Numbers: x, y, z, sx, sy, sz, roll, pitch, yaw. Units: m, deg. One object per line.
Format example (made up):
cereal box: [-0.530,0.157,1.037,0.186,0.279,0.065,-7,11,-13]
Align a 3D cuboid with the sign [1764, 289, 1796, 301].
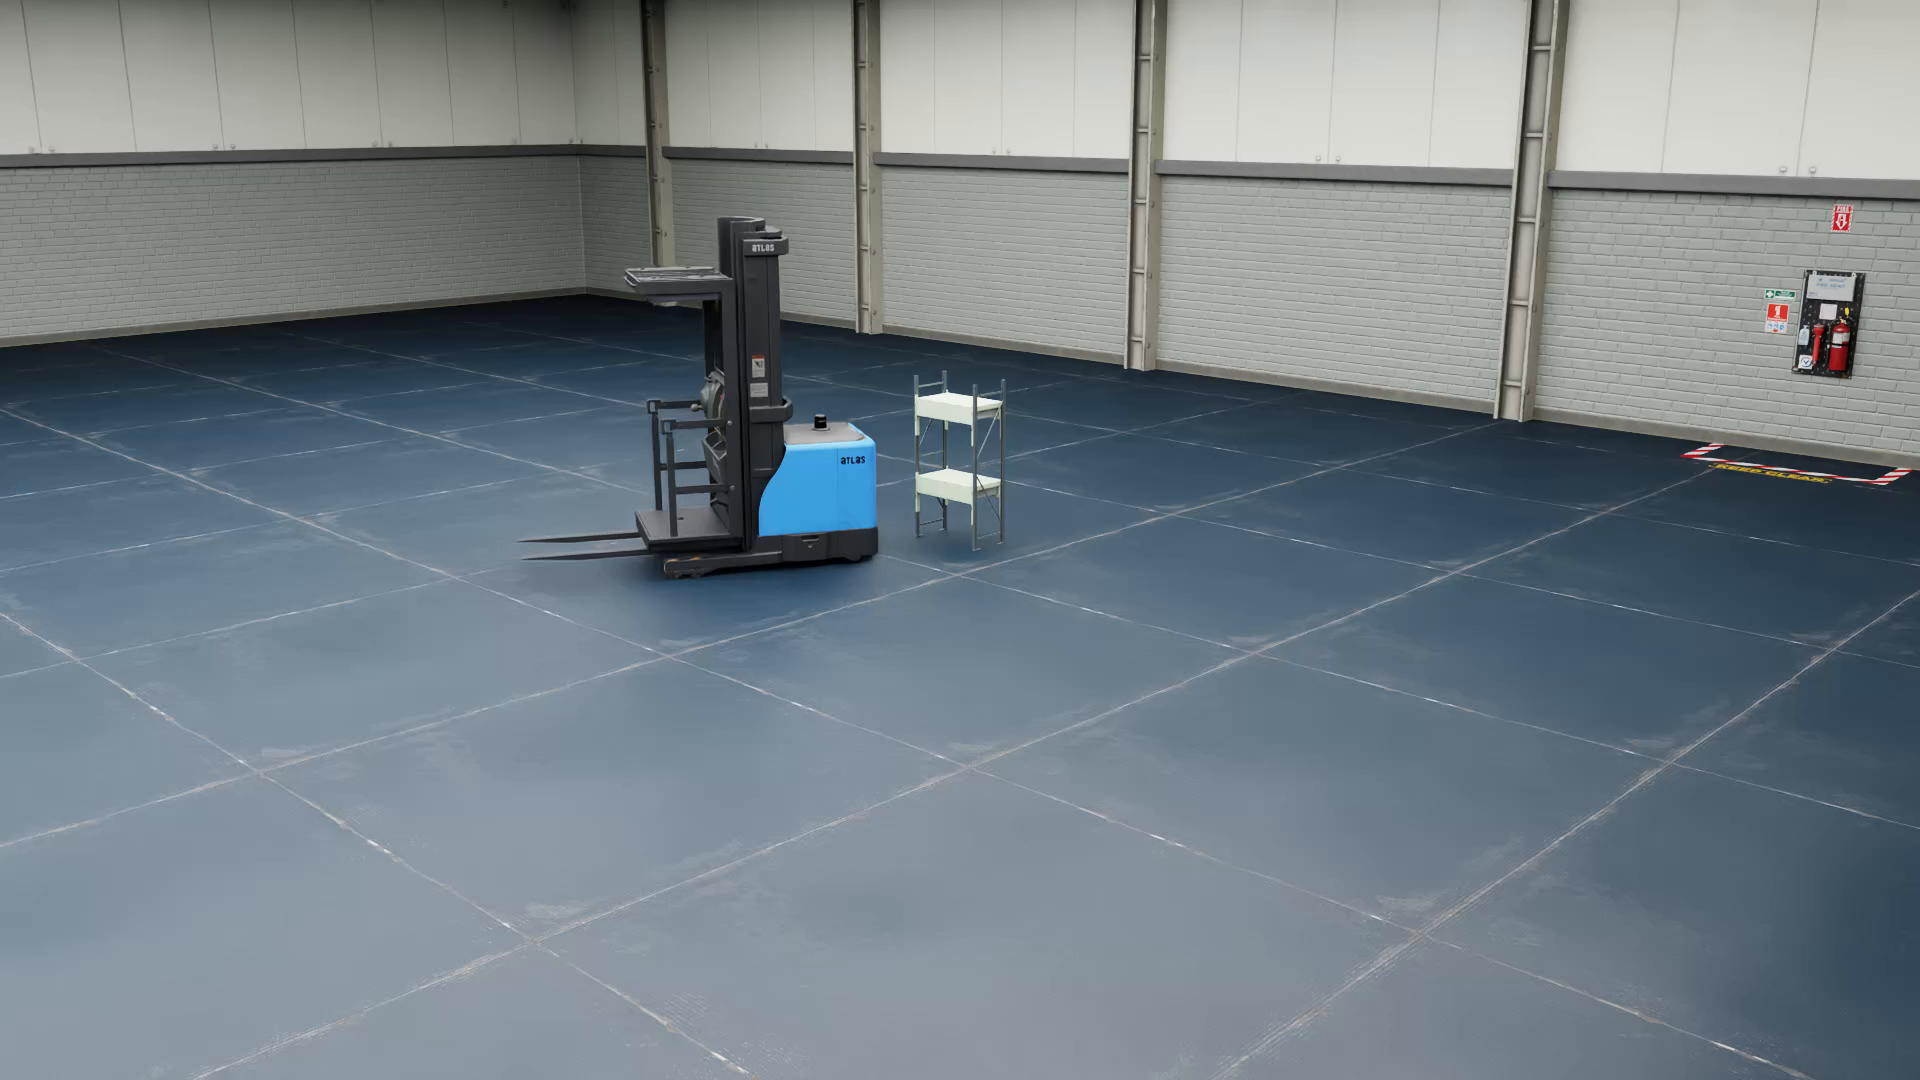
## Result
sign: [9.290,-2.777,18.837,0.331,0.109,0.001,14,20,42]

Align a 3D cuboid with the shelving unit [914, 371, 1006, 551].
shelving unit: [-0.005,-0.727,15.065,0.755,1.500,0.431,14,20,42]

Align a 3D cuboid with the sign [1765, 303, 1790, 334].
sign: [9.293,-2.523,18.913,0.234,0.329,0.001,14,20,42]

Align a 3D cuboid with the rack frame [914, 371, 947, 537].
rack frame: [-0.268,-0.791,15.311,0.023,1.500,0.400,14,20,42]

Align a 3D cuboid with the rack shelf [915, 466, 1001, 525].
rack shelf: [-0.005,-0.411,15.148,0.720,0.370,0.431,14,20,42]

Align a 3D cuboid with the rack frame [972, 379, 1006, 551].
rack frame: [0.259,-0.663,14.820,0.023,1.500,0.400,14,20,42]

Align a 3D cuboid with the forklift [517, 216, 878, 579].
forklift: [-2.291,-1.241,14.198,3.031,2.935,1.130,-4,15,-17]

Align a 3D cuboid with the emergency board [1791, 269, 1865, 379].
emergency board: [9.619,-2.390,18.474,0.643,1.169,0.194,14,20,42]

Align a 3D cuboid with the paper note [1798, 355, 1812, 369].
paper note: [9.540,-2.007,18.753,0.142,0.148,0.016,14,20,42]

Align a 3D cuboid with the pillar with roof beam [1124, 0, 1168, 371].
pillar with roof beam: [-0.255,-6.173,21.093,0.400,9.000,9.100,14,20,42]

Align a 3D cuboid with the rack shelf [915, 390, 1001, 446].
rack shelf: [-0.005,-1.105,14.967,0.720,0.370,0.431,14,20,42]

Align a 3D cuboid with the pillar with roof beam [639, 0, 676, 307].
pillar with roof beam: [-8.893,-8.273,29.153,0.400,9.000,9.100,14,20,42]

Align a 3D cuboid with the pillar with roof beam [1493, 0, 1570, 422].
pillar with roof beam: [4.064,-5.123,17.063,0.400,9.000,9.100,14,20,42]

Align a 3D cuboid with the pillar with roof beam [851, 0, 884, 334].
pillar with roof beam: [-4.574,-7.223,25.123,0.400,9.000,9.100,14,20,42]

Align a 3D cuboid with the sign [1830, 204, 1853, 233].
sign: [9.683,-3.532,18.257,0.199,0.298,0.001,14,20,42]
